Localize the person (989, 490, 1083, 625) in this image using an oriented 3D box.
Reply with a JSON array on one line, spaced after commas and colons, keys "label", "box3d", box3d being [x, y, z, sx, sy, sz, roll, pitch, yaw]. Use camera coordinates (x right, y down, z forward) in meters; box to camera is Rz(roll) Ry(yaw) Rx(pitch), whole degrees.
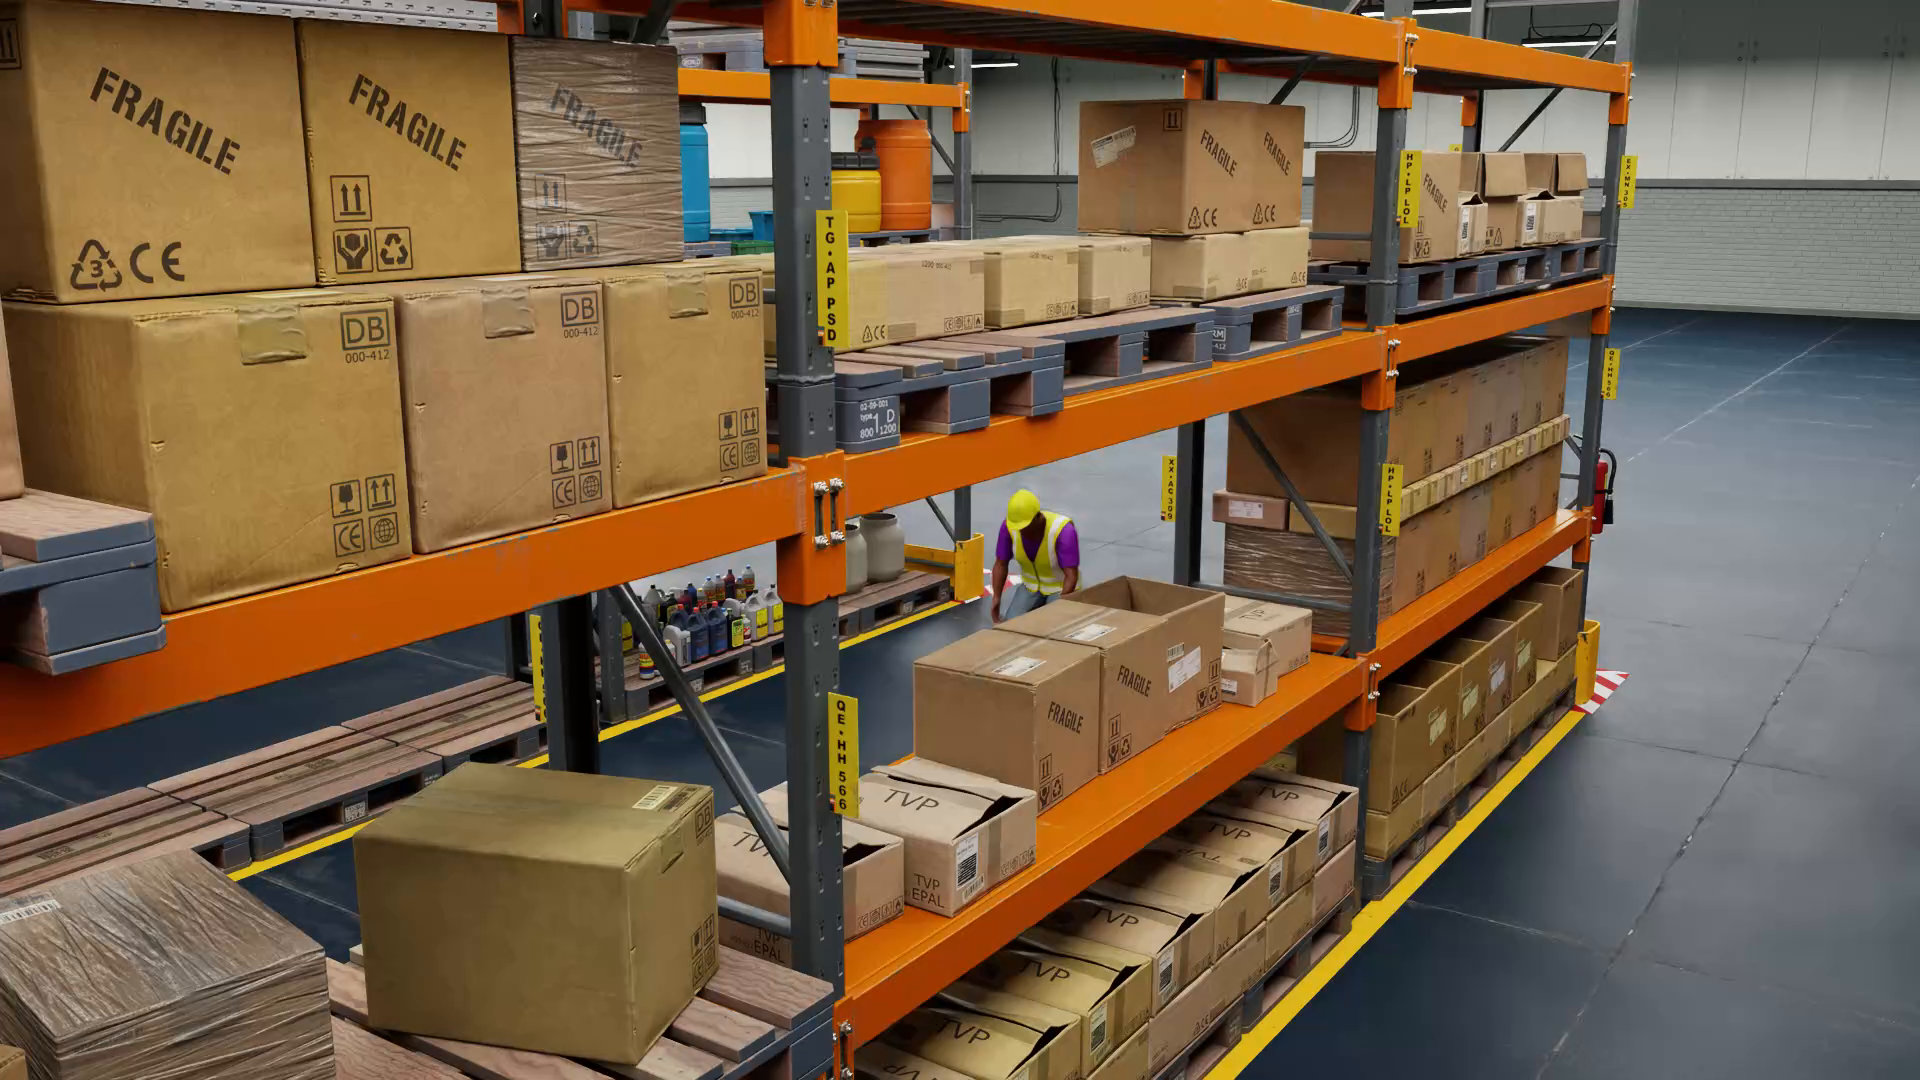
[{"label": "person", "box3d": [0.533, 0.366, 10.958, 0.629, 1.485, 0.709, 9, 16, 34]}]
